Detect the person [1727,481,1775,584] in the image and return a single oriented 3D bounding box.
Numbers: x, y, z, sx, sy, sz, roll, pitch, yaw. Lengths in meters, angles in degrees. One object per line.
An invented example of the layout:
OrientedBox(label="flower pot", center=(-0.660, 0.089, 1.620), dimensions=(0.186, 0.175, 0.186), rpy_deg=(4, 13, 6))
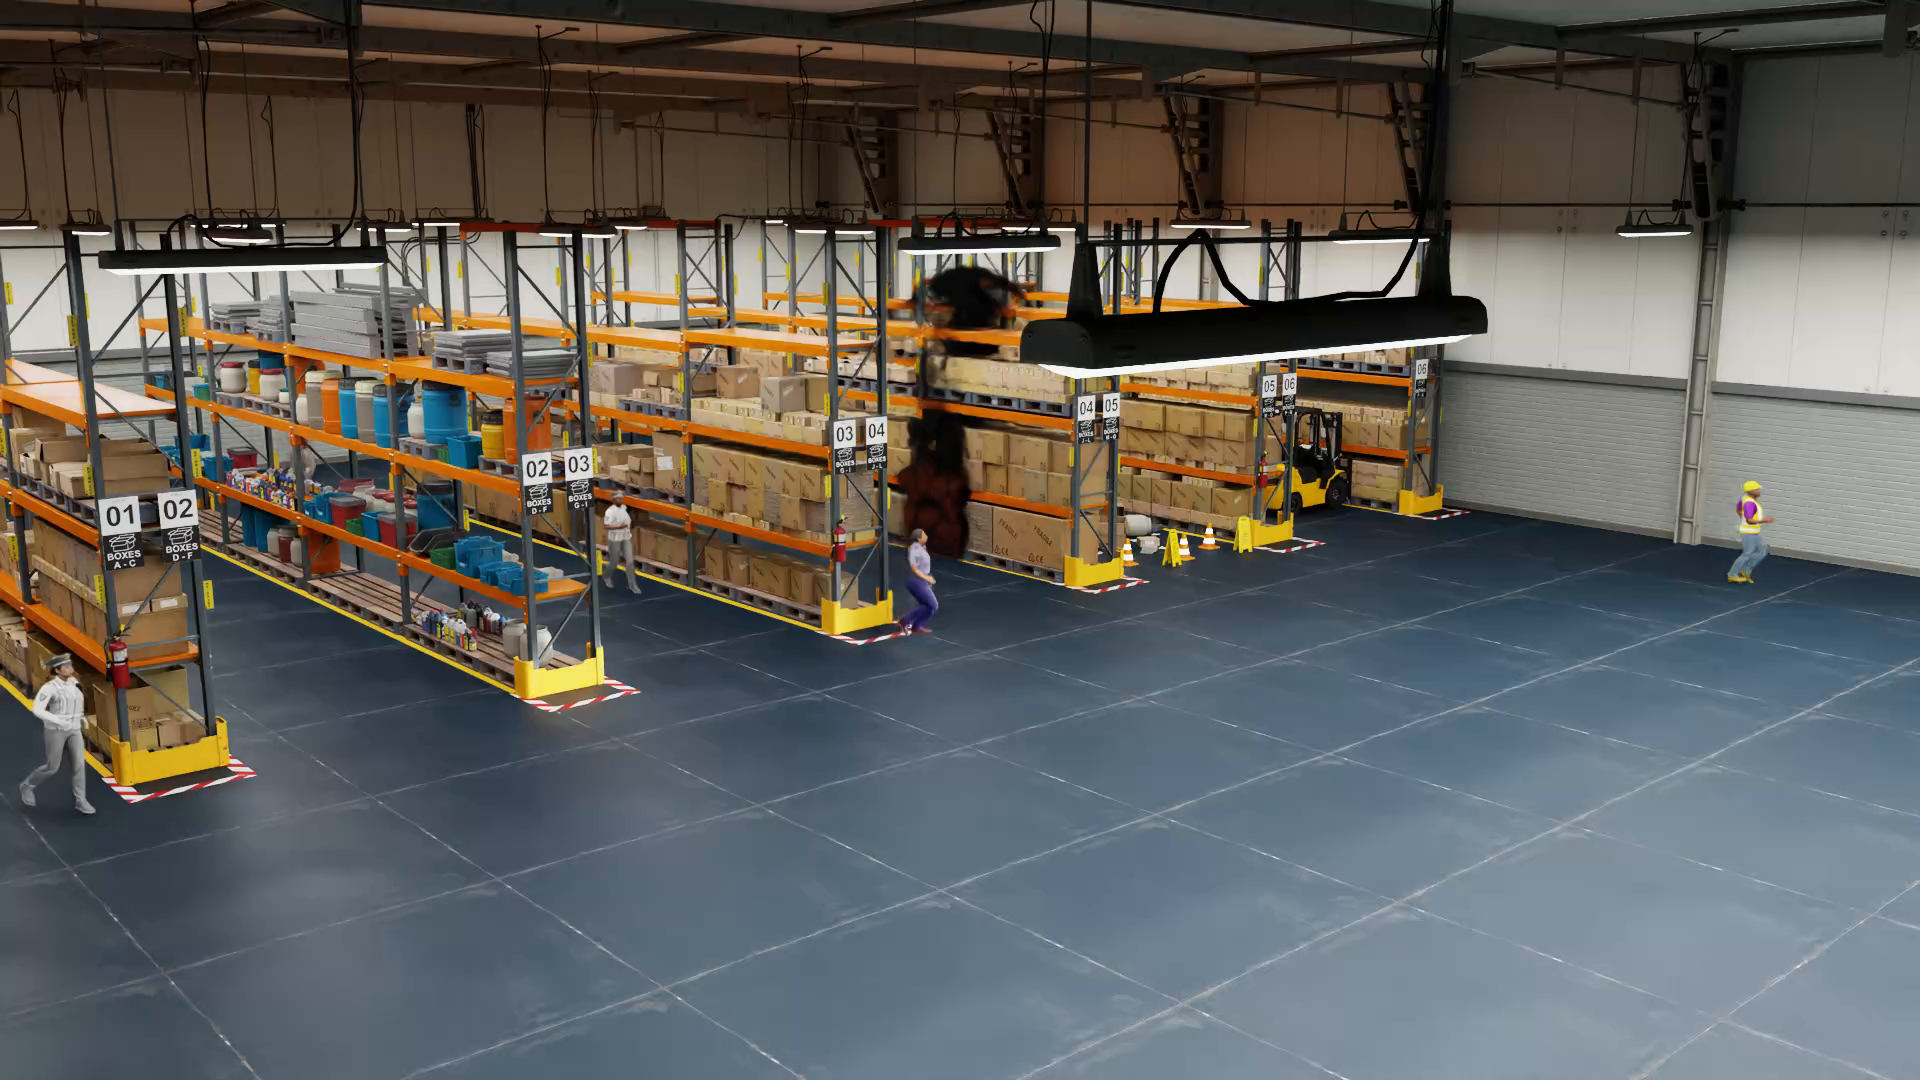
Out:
OrientedBox(label="person", center=(13.347, -0.108, 27.995), dimensions=(0.661, 1.783, 0.676), rpy_deg=(7, 13, 30))

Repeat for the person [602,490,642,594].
OrientedBox(label="person", center=(-5.602, 0.005, 27.394), dimensions=(0.909, 1.696, 0.575), rpy_deg=(11, 16, 44))

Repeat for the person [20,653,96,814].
OrientedBox(label="person", center=(-9.480, 2.015, 17.639), dimensions=(0.918, 1.657, 0.672), rpy_deg=(4, 12, 20))

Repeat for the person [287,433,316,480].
OrientedBox(label="person", center=(-14.687, -1.902, 37.001), dimensions=(0.854, 1.793, 0.628), rpy_deg=(-8, 14, -33))

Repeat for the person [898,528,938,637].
OrientedBox(label="person", center=(-0.597, 0.618, 23.743), dimensions=(0.557, 1.600, 0.636), rpy_deg=(0, 11, -1))
